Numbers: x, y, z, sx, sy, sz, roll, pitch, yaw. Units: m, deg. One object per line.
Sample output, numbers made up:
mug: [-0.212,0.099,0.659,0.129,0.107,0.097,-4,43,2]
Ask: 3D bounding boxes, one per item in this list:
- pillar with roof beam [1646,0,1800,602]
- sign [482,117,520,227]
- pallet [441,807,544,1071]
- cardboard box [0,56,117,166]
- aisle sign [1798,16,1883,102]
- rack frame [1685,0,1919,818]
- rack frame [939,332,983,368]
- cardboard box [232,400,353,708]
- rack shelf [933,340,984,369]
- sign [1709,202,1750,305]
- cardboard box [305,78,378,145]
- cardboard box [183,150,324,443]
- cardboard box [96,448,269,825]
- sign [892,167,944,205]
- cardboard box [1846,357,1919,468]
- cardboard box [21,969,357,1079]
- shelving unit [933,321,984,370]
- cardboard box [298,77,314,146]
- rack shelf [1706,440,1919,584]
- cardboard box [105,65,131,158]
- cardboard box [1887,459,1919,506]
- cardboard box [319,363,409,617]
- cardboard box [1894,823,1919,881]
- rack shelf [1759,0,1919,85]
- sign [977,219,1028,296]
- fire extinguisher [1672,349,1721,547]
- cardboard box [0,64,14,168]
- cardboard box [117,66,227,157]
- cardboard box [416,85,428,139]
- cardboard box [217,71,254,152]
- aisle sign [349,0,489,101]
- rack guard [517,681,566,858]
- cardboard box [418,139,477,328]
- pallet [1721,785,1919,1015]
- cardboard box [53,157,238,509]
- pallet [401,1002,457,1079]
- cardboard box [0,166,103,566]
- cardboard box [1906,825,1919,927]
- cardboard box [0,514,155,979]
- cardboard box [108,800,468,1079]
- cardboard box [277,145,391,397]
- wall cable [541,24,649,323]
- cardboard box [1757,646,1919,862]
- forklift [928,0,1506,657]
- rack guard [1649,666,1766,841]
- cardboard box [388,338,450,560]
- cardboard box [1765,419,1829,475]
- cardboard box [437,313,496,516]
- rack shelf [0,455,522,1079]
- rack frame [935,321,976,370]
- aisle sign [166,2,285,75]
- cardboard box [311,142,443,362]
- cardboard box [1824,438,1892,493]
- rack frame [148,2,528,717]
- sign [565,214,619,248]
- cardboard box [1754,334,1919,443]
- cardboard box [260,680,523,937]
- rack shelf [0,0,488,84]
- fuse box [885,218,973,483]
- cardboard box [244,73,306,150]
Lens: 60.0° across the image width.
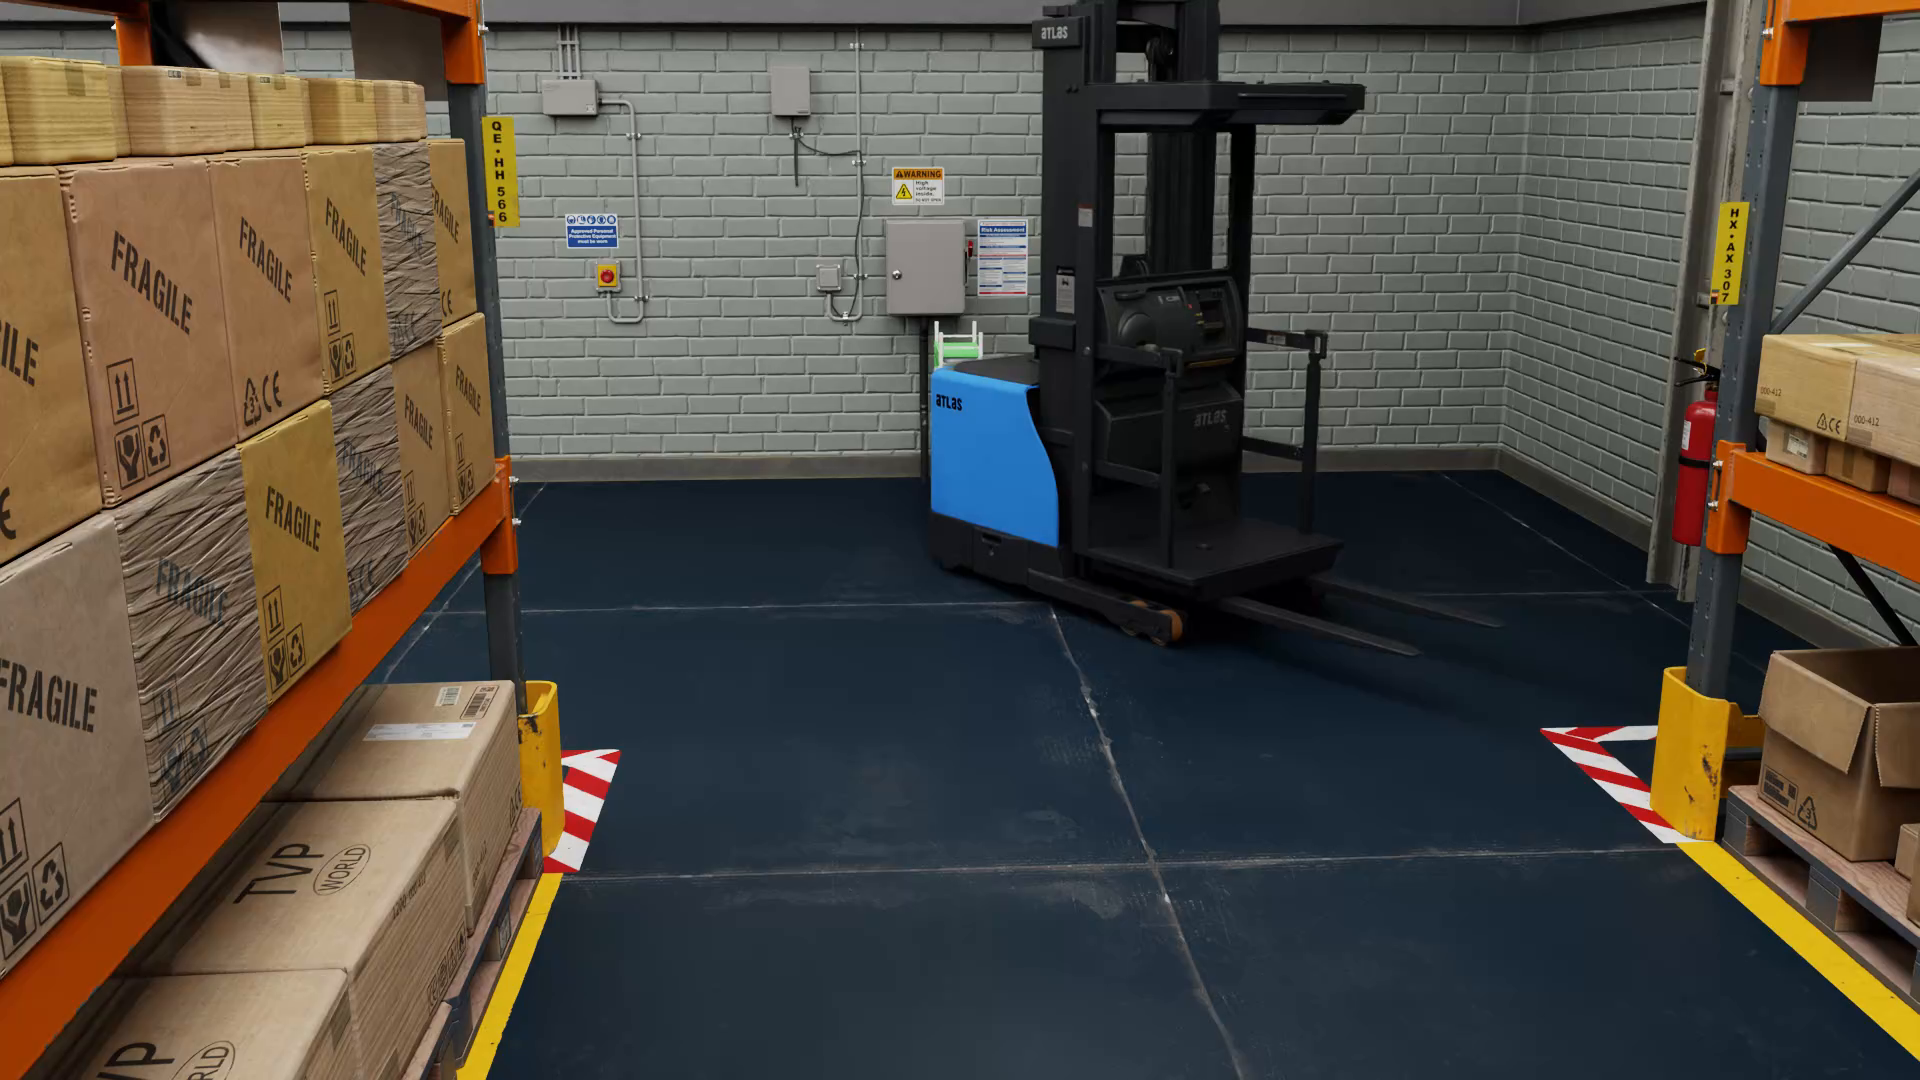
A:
pillar with roof beam: [-0.545,-4.033,7.143,9.100,9.000,0.400,-1,14,-3]
sign: [-1.392,-1.113,5.033,0.100,0.325,0.005,-1,14,-3]
pallet: [-1.807,1.116,4.767,1.003,0.211,1.213,-1,14,-3]
cardboard box: [-1.479,-0.623,2.417,0.380,0.149,0.250,-1,14,-5]
aisle sign: [2.722,-1.781,5.213,0.394,0.787,0.004,-1,14,-3]
rack frame: [3.019,-0.510,5.489,1.000,3.000,0.127,-1,14,-3]
rack frame: [0.005,-0.562,9.301,0.240,1.200,0.015,-1,14,-3]
cardboard box: [-1.538,0.016,3.243,0.500,0.500,0.500,0,14,-2]
rack shelf: [-0.010,-1.025,9.433,0.258,0.148,0.480,-1,14,-3]
sign: [2.478,-0.921,5.348,0.100,0.325,0.005,-1,14,-3]
cardboard box: [-1.598,-1.004,3.900,0.380,0.149,0.250,-1,14,-2]
cardboard box: [-1.549,-0.471,3.131,0.500,0.500,0.500,-1,14,-4]
cardboard box: [-1.506,0.144,2.745,0.500,0.500,0.500,-1,14,-3]
sign: [-0.270,-2.281,10.715,0.339,0.242,0.001,-1,14,-3]
cardboard box: [2.810,-0.339,4.528,0.500,0.250,0.500,-1,14,-3]
cardboard box: [-1.675,1.219,3.066,0.875,0.438,0.875,-1,14,-5]
shelving unit: [-0.010,-0.622,9.537,0.258,1.200,0.503,-1,14,-3]
cardboard box: [-1.653,-0.938,3.643,0.380,0.149,0.250,-1,14,-4]
rack shelf: [3.143,0.336,3.645,1.077,0.370,4.000,-1,14,-3]
cardboard box: [-1.576,-0.684,2.655,0.380,0.149,0.250,-1,14,-4]
cardboard box: [2.879,-0.175,4.691,0.380,0.149,0.250,-1,14,-4]
cardboard box: [-1.583,-0.112,3.742,0.500,0.500,0.500,0,14,-2]
cardboard box: [2.950,0.927,4.782,0.380,0.149,0.250,-1,15,-6]
rack shelf: [3.143,-1.117,3.271,1.077,0.370,4.000,-1,14,-3]
sign: [0.279,-1.844,10.863,0.329,0.494,0.001,-1,14,-3]
fire extinguisher: [2.549,-0.321,5.659,0.296,0.674,0.183,-1,14,-3]
cardboard box: [-1.491,-0.556,2.159,0.380,0.149,0.250,-1,14,-4]
cardboard box: [-1.523,-0.746,2.897,0.380,0.149,0.250,-1,14,-3]
cardboard box: [-1.712,-1.193,4.635,0.380,0.149,0.250,-1,14,-3]
cardboard box: [-1.581,-0.811,3.150,0.380,0.149,0.250,0,14,-2]
aisle sign: [-1.630,-1.714,4.952,0.394,0.787,0.004,-1,14,-3]
rack guard: [-1.936,0.772,5.522,1.175,0.500,0.348,-1,14,-3]
cardboard box: [-1.667,-0.849,4.599,0.500,0.500,0.500,0,14,-2]
pallet: [3.074,1.058,4.992,1.003,0.211,1.213,-1,14,-3]
cardboard box: [-1.520,-0.346,2.643,0.500,0.500,0.500,-1,14,-2]
pallet: [-1.734,1.418,3.590,1.003,0.211,1.213,-1,14,-3]
cardboard box: [-1.500,-0.218,2.147,0.500,0.500,0.500,-1,14,-4]
cardboard box: [2.977,0.864,4.322,0.700,0.500,0.500,0,14,-1]
cardboard box: [-1.482,0.268,2.264,0.500,0.500,0.500,-1,14,-3]
cardboard box: [-1.729,0.995,3.938,0.875,0.438,0.875,0,14,-2]
cardboard box: [-1.578,-0.596,3.617,0.500,0.500,0.500,-1,14,-4]
wall cable: [-2.307,-2.342,10.506,0.585,1.953,0.123,-1,14,-3]
cardboard box: [2.963,0.649,5.151,0.797,0.503,0.637,-1,15,-6]
forklift: [1.153,-1.075,7.823,1.130,2.935,3.031,-12,18,-38]
rack guard: [3.024,0.719,5.727,1.175,0.500,0.348,-1,14,-3]
cardboard box: [-1.624,-0.240,4.238,0.500,0.500,0.500,-1,14,-5]
cardboard box: [2.766,-0.302,5.186,0.380,0.149,0.250,-1,14,-4]
cardboard box: [-1.640,-0.365,4.724,0.500,0.500,0.500,-1,14,-3]
rack shelf: [-1.811,0.413,3.344,1.077,0.370,4.000,-1,14,-3]
rack frame: [-0.025,-0.683,9.773,0.240,1.200,0.015,-1,14,-3]
aisle sign: [-2.228,-1.705,4.916,0.394,0.787,0.004,-1,14,-3]
cardboard box: [-1.605,-0.719,4.095,0.500,0.500,0.500,-1,14,-3]
cardboard box: [2.828,-0.240,4.943,0.380,0.149,0.250,-1,14,-2]
rack frame: [-1.935,-0.432,5.187,1.000,3.000,0.127,-1,14,-3]
sign: [-2.359,-1.980,10.659,0.327,0.218,0.001,-1,14,-3]
cardboard box: [2.779,-0.464,5.016,0.500,0.250,0.500,-1,14,-3]
cardboard box: [-1.794,0.768,4.822,0.875,0.438,0.875,-1,14,-5]
rack shelf: [-1.811,-1.039,2.970,1.077,0.370,4.000,-1,14,-3]
fuse box: [-0.202,-1.207,10.782,0.539,1.711,0.414,-1,14,-3]
cardboard box: [-1.579,-0.877,3.404,0.380,0.149,0.250,-1,14,-2]
